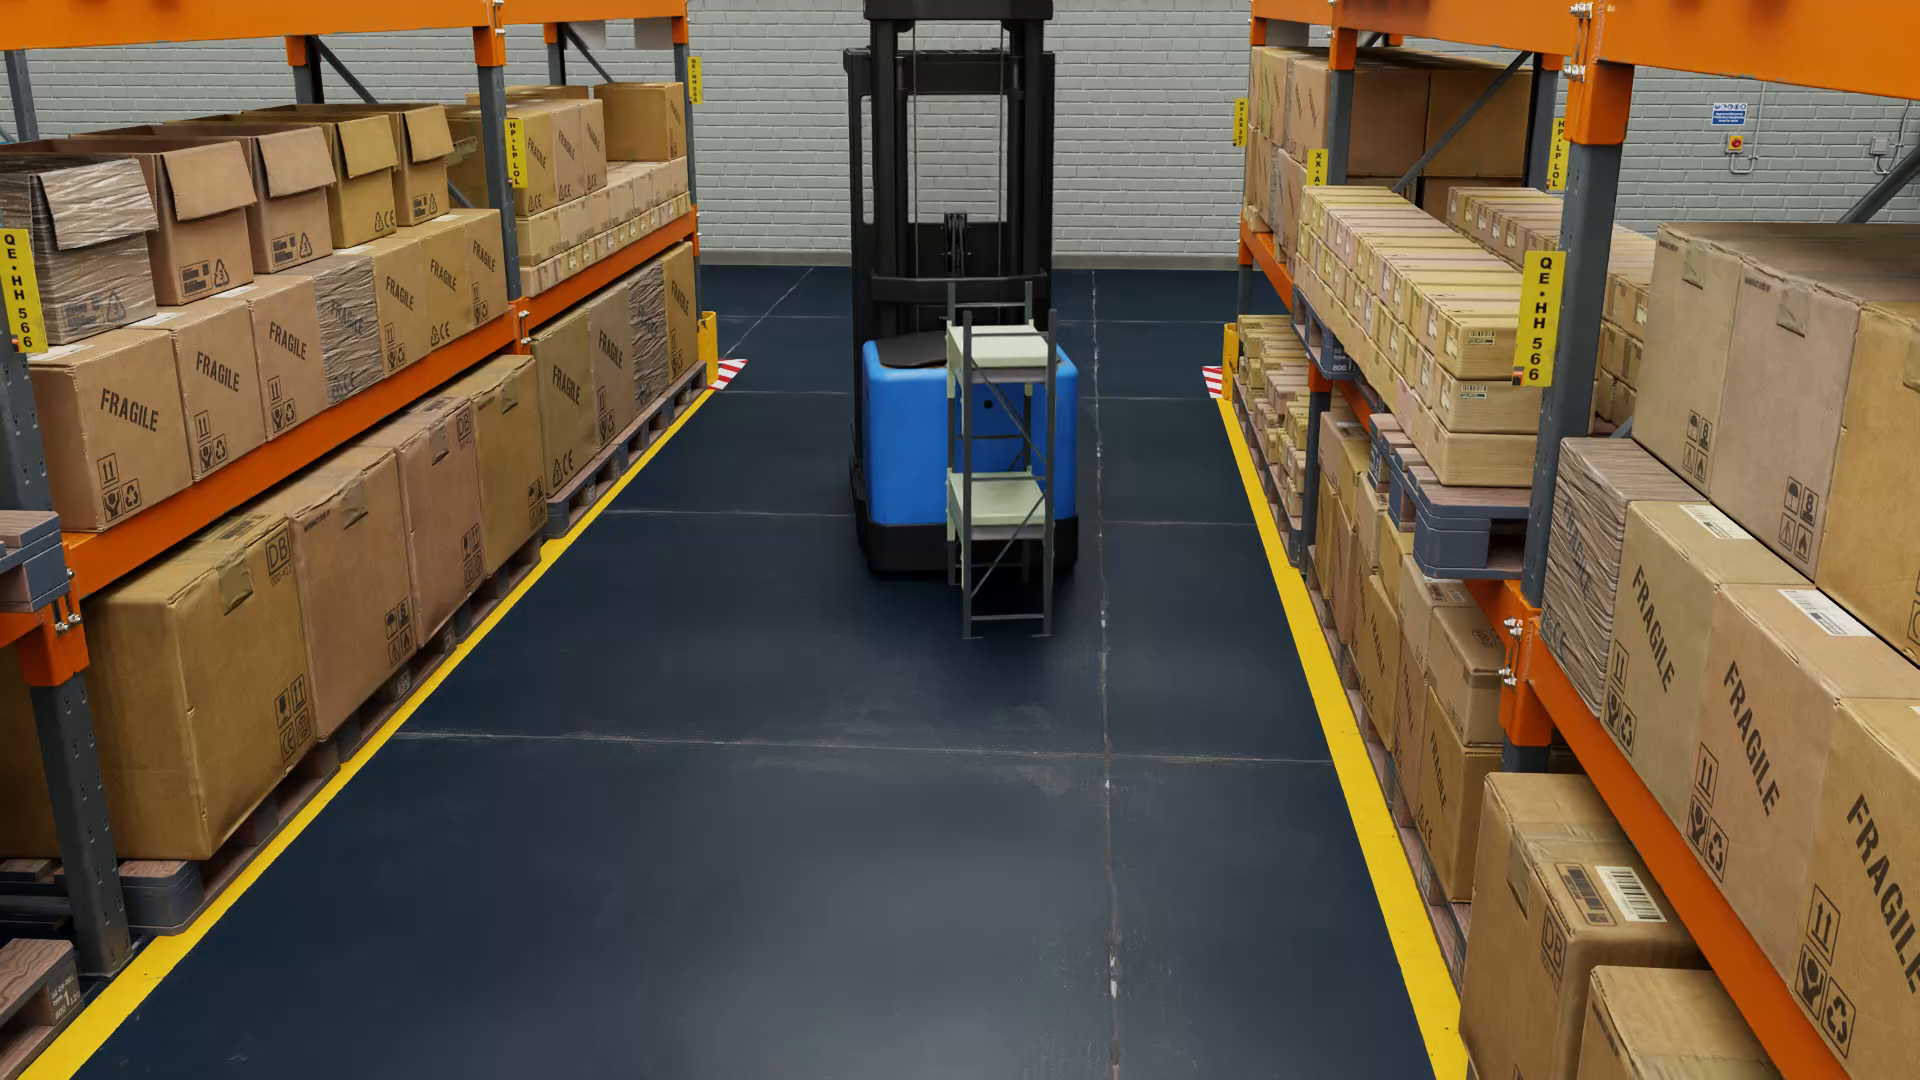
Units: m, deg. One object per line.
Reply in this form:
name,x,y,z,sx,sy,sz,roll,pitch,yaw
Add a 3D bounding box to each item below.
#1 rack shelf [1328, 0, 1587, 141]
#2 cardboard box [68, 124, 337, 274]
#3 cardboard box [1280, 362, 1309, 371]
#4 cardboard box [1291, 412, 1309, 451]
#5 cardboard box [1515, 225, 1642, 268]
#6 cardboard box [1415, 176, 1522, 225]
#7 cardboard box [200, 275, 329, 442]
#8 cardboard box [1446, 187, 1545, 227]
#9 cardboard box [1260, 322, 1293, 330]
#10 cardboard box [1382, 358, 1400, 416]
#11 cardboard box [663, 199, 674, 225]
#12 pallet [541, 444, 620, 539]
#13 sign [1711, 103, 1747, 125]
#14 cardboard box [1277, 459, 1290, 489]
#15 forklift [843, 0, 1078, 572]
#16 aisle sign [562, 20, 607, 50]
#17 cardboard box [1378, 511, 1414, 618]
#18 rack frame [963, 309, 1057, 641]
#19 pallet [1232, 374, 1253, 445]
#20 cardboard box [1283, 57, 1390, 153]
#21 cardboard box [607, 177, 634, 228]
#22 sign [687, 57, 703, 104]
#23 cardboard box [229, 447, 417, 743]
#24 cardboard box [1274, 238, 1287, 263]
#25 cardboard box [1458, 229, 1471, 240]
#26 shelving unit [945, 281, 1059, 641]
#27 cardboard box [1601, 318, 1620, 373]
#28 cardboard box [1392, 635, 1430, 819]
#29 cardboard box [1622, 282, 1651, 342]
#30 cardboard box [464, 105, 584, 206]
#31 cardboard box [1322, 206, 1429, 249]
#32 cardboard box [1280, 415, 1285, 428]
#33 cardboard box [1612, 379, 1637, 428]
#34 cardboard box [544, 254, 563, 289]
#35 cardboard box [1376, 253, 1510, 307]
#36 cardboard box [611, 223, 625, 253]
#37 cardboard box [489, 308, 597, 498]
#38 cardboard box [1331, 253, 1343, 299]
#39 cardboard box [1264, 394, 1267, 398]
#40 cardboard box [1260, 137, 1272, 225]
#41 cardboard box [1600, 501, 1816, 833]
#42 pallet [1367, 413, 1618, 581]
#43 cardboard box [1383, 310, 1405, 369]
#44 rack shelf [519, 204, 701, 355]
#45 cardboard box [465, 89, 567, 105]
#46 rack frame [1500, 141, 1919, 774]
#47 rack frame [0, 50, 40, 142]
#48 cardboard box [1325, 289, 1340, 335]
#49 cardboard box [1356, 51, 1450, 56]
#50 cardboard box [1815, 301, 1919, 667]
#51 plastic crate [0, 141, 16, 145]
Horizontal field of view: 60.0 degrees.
rack shelf,2.075,-1.711,5.665,1.077,0.370,4.000,1,18,4
cardboard box,-2.849,-1.310,6.331,0.797,0.503,0.637,2,18,6
cardboard box,2.131,-0.974,10.026,0.380,0.149,0.250,1,18,4
cardboard box,1.963,-0.572,8.801,0.380,0.149,0.250,2,18,5
cardboard box,2.290,-1.077,6.167,0.380,0.149,0.250,0,18,1
cardboard box,2.505,-1.585,8.306,0.500,0.500,0.500,1,18,3
cardboard box,-2.635,-0.660,5.959,0.500,0.500,0.500,1,18,3
cardboard box,2.384,-1.482,7.403,0.380,0.149,0.250,2,18,6
cardboard box,2.228,-1.375,11.250,0.380,0.149,0.250,2,18,5
cardboard box,1.567,-0.484,5.312,0.380,0.149,0.250,1,18,3
cardboard box,-2.169,-2.236,11.334,0.380,0.149,0.250,1,18,4
pallet,-2.590,-0.300,9.499,1.003,0.211,1.213,1,18,4
sign,7.786,-4.312,16.831,0.327,0.218,0.001,1,18,4
cardboard box,1.963,-0.385,9.184,0.380,0.149,0.250,1,18,2
forklift,-0.070,-1.650,9.251,1.130,2.935,3.031,-2,18,-5
aisle sign,-2.729,-3.897,11.824,0.394,0.787,0.004,1,18,4
cardboard box,1.796,0.093,5.957,0.500,0.250,0.500,2,18,5
rack frame,0.214,-0.266,7.326,0.400,1.500,0.023,-2,18,-5
pallet,2.406,-0.890,11.301,1.003,0.211,1.213,1,18,4
cardboard box,2.064,-2.384,9.136,0.500,0.500,0.500,2,18,5
cardboard box,-2.312,-2.069,10.183,0.500,0.250,0.500,1,18,4
sign,-1.895,-3.279,11.873,0.100,0.325,0.005,1,18,4
cardboard box,-2.867,0.172,6.320,1.225,0.875,0.875,1,18,4
cardboard box,2.045,-1.710,9.728,0.380,0.149,0.250,2,18,5
cardboard box,2.369,-1.260,7.202,0.380,0.149,0.250,1,18,4
shelving unit,0.178,-0.379,7.672,0.431,1.500,0.755,-2,18,-5
cardboard box,2.217,-0.619,5.245,0.380,0.149,0.250,1,18,4
cardboard box,1.759,0.611,5.581,0.500,0.500,0.500,2,18,6
cardboard box,2.196,-0.668,4.917,0.380,0.149,0.250,1,18,4
cardboard box,-2.390,-2.113,9.112,0.500,0.500,0.500,1,18,4
cardboard box,1.676,-1.255,6.710,0.380,0.149,0.250,1,18,3
cardboard box,2.047,-0.663,9.554,0.380,0.149,0.250,2,18,5
cardboard box,2.203,-0.388,5.018,0.380,0.149,0.250,2,18,7
cardboard box,-2.350,-1.437,8.895,0.380,0.149,0.250,1,18,2
cardboard box,1.587,-0.848,5.468,0.380,0.149,0.250,1,18,4
cardboard box,-2.259,-1.840,10.123,0.380,0.149,0.250,1,18,2
cardboard box,-2.595,-0.783,9.235,0.875,0.875,0.875,1,18,4
cardboard box,1.661,-1.032,6.508,0.380,0.149,0.250,2,18,6
cardboard box,2.149,-0.861,10.638,0.380,0.149,0.250,1,18,4
cardboard box,2.136,-2.228,10.266,0.500,0.500,0.500,2,18,5
cardboard box,1.596,0.238,3.219,0.500,0.500,0.500,1,18,3
pallet,1.876,-0.139,4.837,1.213,0.211,1.003,1,18,4
cardboard box,1.565,-0.633,5.290,0.380,0.149,0.250,1,18,4
rack shelf,-2.579,-1.670,10.357,1.077,0.370,4.000,1,18,4
cardboard box,-2.806,-2.600,10.599,0.500,0.500,0.500,1,18,2
rack frame,1.931,-0.006,4.124,1.000,3.000,0.127,1,18,4
rack frame,-7.376,-2.743,12.478,1.000,3.000,0.127,1,18,4
cardboard box,1.658,-0.896,6.568,0.380,0.149,0.250,0,18,1
cardboard box,2.655,-2.688,10.065,0.500,0.500,0.500,2,18,7
cardboard box,1.820,-0.073,2.562,0.700,0.500,0.500,1,18,3
plastic crate,-7.213,-2.680,12.133,0.616,0.435,0.499,1,18,4
